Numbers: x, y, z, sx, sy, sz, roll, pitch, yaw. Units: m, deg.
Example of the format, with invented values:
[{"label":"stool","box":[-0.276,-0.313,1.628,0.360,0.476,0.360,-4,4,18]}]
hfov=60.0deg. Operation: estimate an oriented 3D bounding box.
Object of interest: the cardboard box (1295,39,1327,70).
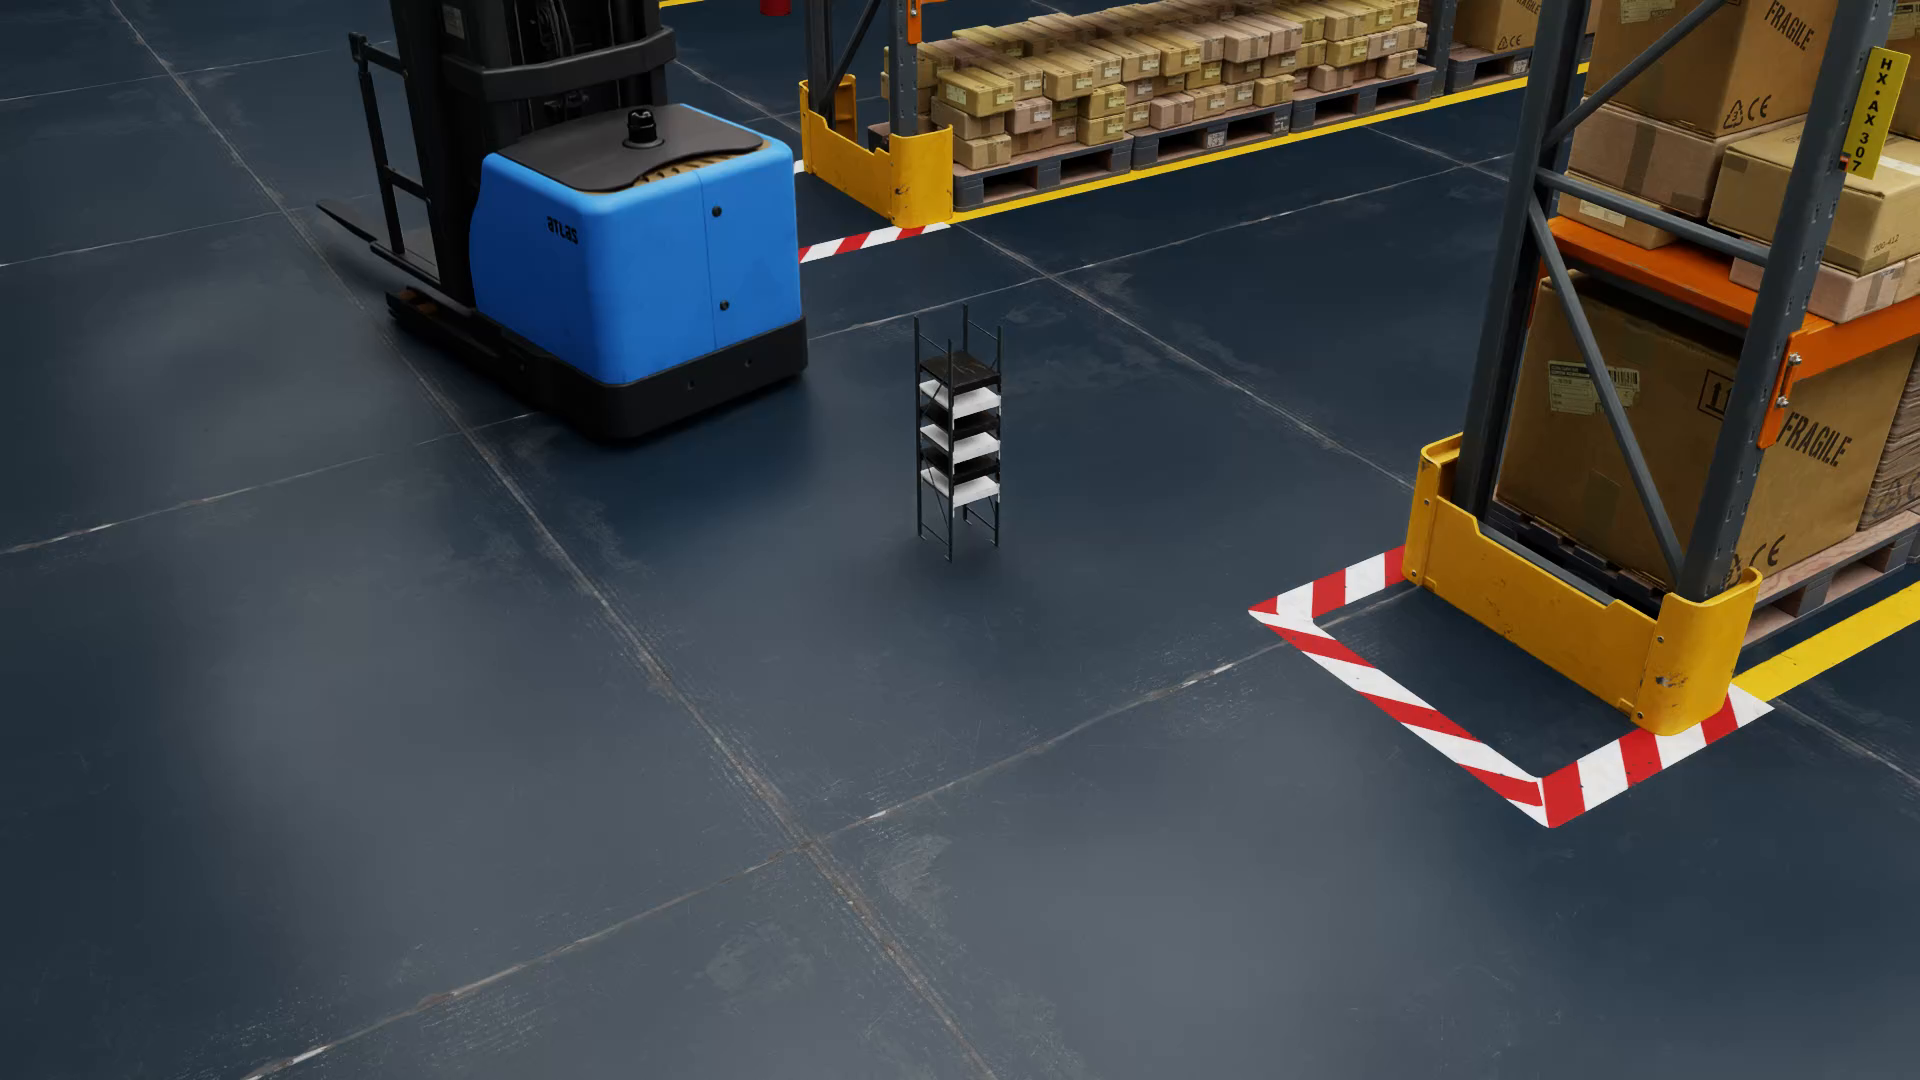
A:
[{"label":"cardboard box","box":[2.031,-3.028,10.239,0.250,0.149,0.380,-19,37,-27]}]

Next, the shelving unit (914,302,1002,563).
[{"label":"shelving unit","box":[-0.007,-0.378,6.006,0.210,0.900,0.258,-19,37,-27]}]

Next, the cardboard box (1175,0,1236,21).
[{"label":"cardboard box","box":[1.508,-3.308,10.403,0.250,0.149,0.380,-18,37,-26]}]

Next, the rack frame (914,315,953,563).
[{"label":"rack frame","box":[-0.092,-0.349,5.960,0.006,0.900,0.240,-19,37,-27]}]

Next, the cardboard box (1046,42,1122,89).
[{"label":"cardboard box","box":[0.698,-2.686,9.417,0.250,0.149,0.380,-21,38,-30]}]

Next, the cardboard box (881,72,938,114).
[{"label":"cardboard box","box":[-0.249,-2.584,9.534,0.250,0.149,0.380,-20,37,-29]}]

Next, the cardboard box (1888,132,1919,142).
[{"label":"cardboard box","box":[3.047,-1.185,5.179,0.500,0.250,0.500,-19,37,-28]}]

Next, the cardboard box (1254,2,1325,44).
[{"label":"cardboard box","box":[2.007,-3.159,10.167,0.250,0.149,0.380,-18,36,-26]}]

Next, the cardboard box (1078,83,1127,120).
[{"label":"cardboard box","box":[0.734,-2.529,9.448,0.250,0.149,0.380,-18,36,-26]}]

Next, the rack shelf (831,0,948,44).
[{"label":"rack shelf","box":[1.143,-3.479,9.629,4.000,0.370,1.077,-19,37,-27]}]

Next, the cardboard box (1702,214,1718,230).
[{"label":"cardboard box","box":[2.403,-1.172,5.532,0.250,0.149,0.380,-19,37,-27]}]

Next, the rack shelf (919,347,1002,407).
[{"label":"rack shelf","box":[-0.007,-0.578,5.880,0.200,0.077,0.258,-19,37,-27]}]

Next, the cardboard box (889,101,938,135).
[{"label":"cardboard box","box":[-0.209,-2.423,9.558,0.250,0.149,0.380,-18,37,-26]}]

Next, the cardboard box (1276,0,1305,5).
[{"label":"cardboard box","box":[1.973,-3.430,10.597,0.250,0.149,0.380,-20,37,-28]}]

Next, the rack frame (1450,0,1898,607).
[{"label":"rack frame","box":[2.064,-0.952,4.948,0.127,3.000,1.000,-19,37,-27]}]

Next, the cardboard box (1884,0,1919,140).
[{"label":"cardboard box","box":[3.034,-1.494,4.966,0.500,0.500,0.500,-20,37,-28]}]

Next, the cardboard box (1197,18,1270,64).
[{"label":"cardboard box","box":[1.610,-2.956,9.845,0.250,0.149,0.380,-20,38,-29]}]

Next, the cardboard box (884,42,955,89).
[{"label":"cardboard box","box":[-0.230,-2.696,9.433,0.250,0.149,0.380,-19,37,-27]}]

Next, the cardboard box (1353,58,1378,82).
[{"label":"cardboard box","box":[2.415,-3.030,10.520,0.250,0.149,0.380,-18,36,-26]}]

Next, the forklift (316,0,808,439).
[{"label":"forklift","box":[-2.051,-2.344,7.218,1.130,2.935,3.031,-27,41,-36]}]

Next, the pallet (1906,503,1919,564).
[{"label":"pallet","box":[3.718,-0.389,6.670,1.213,0.211,1.003,-19,37,-27]}]

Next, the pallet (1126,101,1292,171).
[{"label":"pallet","box":[1.252,-2.618,10.202,1.213,0.211,1.003,-19,37,-27]}]

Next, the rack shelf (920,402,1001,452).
[{"label":"rack shelf","box":[-0.007,-0.426,5.976,0.200,0.077,0.258,-19,37,-27]}]

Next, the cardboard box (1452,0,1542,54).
[{"label":"cardboard box","box":[3.589,-3.577,11.058,0.500,0.500,0.500,-17,36,-25]}]

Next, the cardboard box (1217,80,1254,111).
[{"label":"cardboard box","box":[1.553,-2.723,10.034,0.250,0.149,0.380,-18,37,-26]}]

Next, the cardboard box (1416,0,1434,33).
[{"label":"cardboard box","box":[3.310,-3.809,11.426,0.500,0.500,0.500,-20,37,-28]}]

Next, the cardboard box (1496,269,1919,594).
[{"label":"cardboard box","box":[2.559,-0.452,5.753,0.875,0.875,0.875,-19,37,-27]}]

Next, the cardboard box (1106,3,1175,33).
[{"label":"cardboard box","box":[1.095,-3.138,10.134,0.250,0.149,0.380,-19,37,-27]}]

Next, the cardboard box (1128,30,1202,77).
[{"label":"cardboard box","box":[1.182,-2.817,9.626,0.250,0.149,0.380,-18,37,-27]}]

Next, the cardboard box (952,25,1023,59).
[{"label":"cardboard box","box":[0.161,-2.874,9.716,0.250,0.149,0.380,-20,37,-28]}]

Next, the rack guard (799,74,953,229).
[{"label":"rack guard","box":[-0.474,-2.170,9.222,0.348,0.500,1.175,-19,37,-27]}]

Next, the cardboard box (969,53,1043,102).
[{"label":"cardboard box","box":[0.253,-2.562,9.220,0.250,0.149,0.380,-18,37,-26]}]

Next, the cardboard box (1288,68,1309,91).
[{"label":"cardboard box","box":[1.941,-2.903,10.319,0.250,0.149,0.380,-20,37,-28]}]

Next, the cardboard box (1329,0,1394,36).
[{"label":"cardboard box","box":[2.473,-3.274,10.350,0.250,0.149,0.380,-18,37,-27]}]

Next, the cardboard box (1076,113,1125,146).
[{"label":"cardboard box","box":[0.731,-2.397,9.517,0.250,0.149,0.380,-18,37,-27]}]

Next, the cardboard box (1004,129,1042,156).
[{"label":"cardboard box","box":[0.251,-2.298,9.359,0.250,0.149,0.380,-19,37,-27]}]

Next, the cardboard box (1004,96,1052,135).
[{"label":"cardboard box","box":[0.302,-2.393,9.232,0.250,0.149,0.380,-19,37,-27]}]

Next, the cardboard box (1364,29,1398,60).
[{"label":"cardboard box","box":[2.511,-3.142,10.419,0.250,0.149,0.380,-21,38,-29]}]

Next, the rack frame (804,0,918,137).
[{"label":"rack frame","box":[-0.538,-3.206,8.520,0.127,3.000,1.000,-19,37,-27]}]

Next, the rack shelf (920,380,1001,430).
[{"label":"rack shelf","box":[-0.007,-0.502,5.928,0.200,0.077,0.258,-19,37,-27]}]

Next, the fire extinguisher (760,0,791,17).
[{"label":"fire extinguisher","box":[-1.000,-3.149,8.853,0.183,0.674,0.296,-19,37,-27]}]

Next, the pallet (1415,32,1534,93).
[{"label":"pallet","box":[3.478,-3.408,11.455,1.213,0.211,1.003,-19,37,-27]}]

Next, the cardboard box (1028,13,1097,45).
[{"label":"cardboard box","box":[0.608,-3.023,9.952,0.250,0.149,0.380,-18,36,-26]}]

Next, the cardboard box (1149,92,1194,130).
[{"label":"cardboard box","box":[1.150,-2.547,9.754,0.250,0.149,0.380,-21,38,-30]}]

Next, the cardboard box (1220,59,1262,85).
[{"label":"cardboard box","box":[1.591,-2.877,10.000,0.250,0.149,0.380,-21,38,-29]}]

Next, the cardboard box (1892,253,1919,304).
[{"label":"cardboard box","box":[2.756,-0.875,5.062,0.250,0.149,0.380,-20,37,-28]}]

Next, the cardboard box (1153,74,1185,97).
[{"label":"cardboard box","box":[1.111,-2.746,9.791,0.250,0.149,0.380,-17,36,-25]}]
